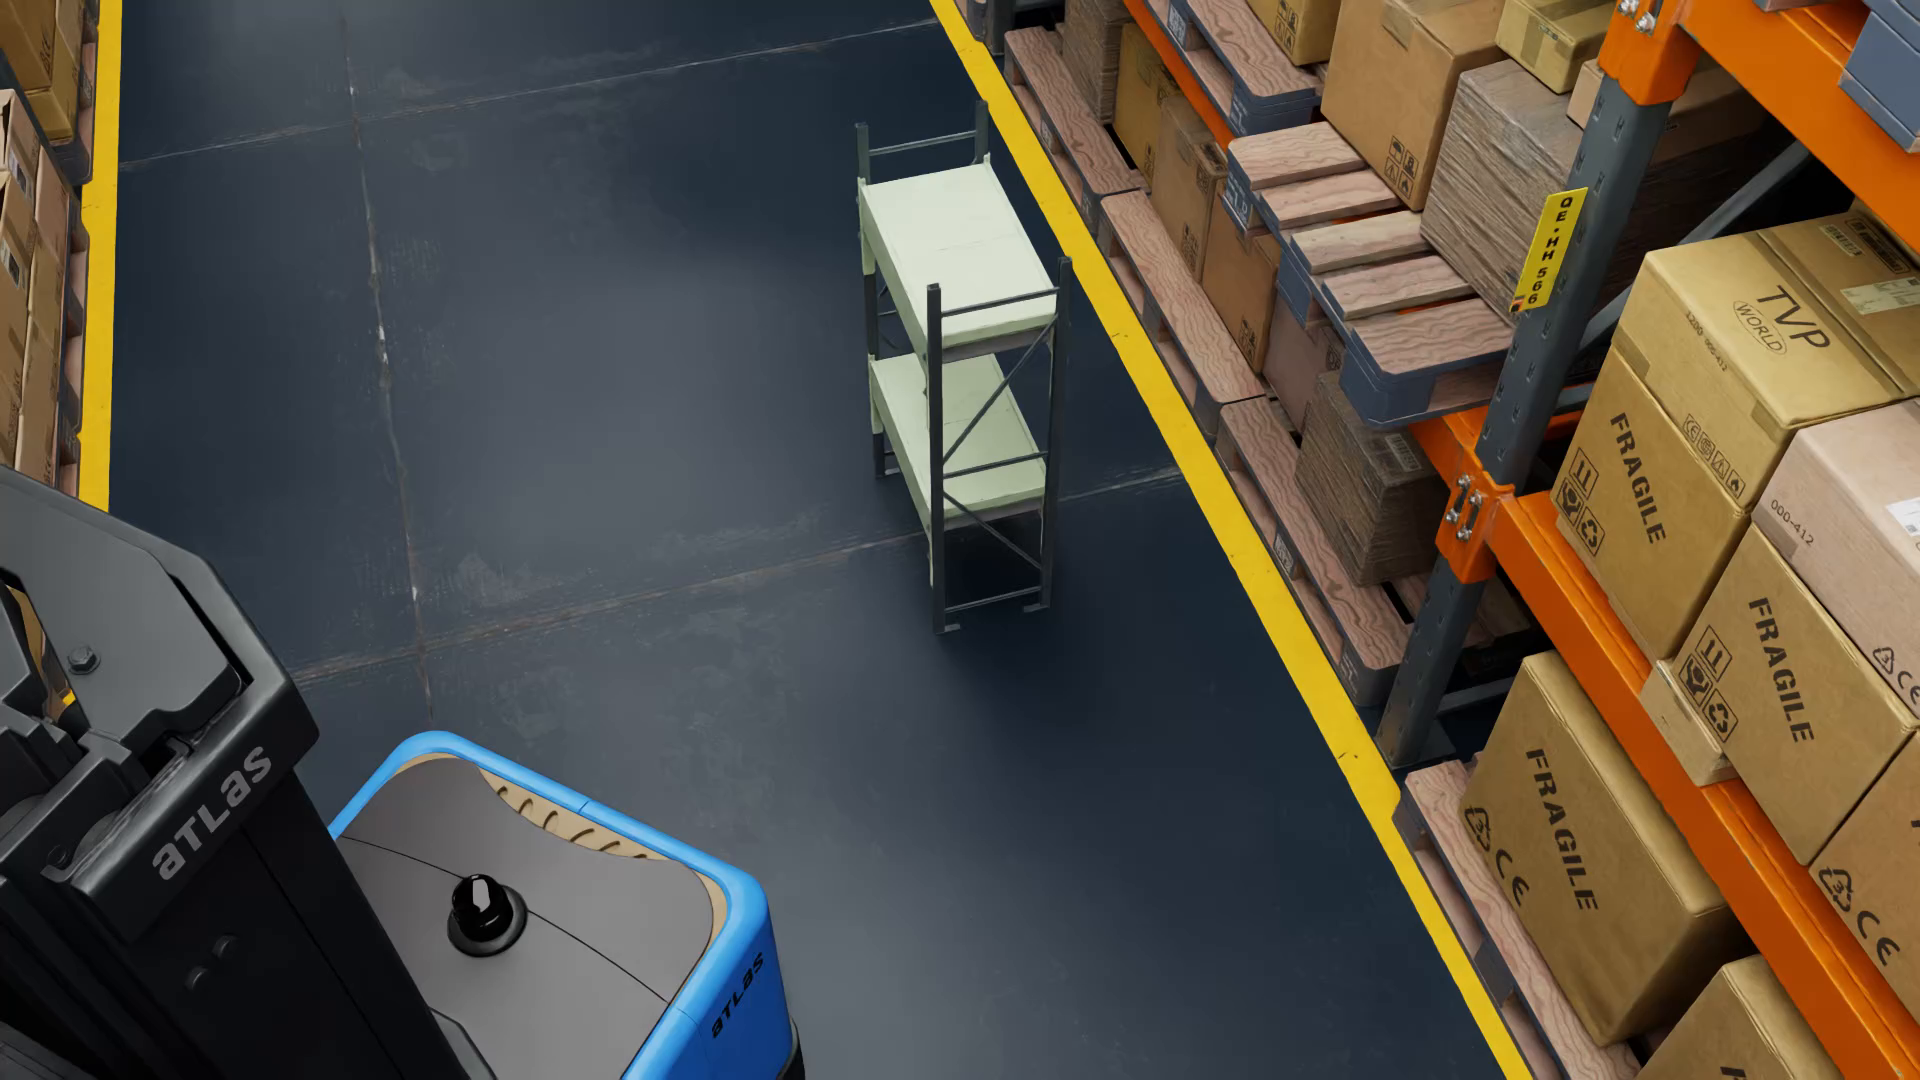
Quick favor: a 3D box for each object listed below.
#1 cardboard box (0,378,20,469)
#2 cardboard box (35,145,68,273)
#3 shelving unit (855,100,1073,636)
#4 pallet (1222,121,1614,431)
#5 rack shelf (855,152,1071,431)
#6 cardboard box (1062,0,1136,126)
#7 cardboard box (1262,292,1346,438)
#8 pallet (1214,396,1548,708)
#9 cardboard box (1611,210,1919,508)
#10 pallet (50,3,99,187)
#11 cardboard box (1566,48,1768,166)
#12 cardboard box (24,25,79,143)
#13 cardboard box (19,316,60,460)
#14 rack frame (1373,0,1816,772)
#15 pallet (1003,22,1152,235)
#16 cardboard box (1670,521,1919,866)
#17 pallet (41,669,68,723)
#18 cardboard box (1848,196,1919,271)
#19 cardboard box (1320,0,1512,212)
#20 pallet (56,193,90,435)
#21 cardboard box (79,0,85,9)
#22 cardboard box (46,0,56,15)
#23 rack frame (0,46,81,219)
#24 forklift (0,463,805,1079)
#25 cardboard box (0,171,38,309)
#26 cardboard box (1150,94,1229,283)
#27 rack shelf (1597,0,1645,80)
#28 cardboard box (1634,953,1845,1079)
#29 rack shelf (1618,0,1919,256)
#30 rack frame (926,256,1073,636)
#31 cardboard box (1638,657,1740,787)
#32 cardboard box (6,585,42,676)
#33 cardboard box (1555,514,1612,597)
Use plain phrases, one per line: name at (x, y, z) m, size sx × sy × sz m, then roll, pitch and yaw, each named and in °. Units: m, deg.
cardboard box at (-3.276, -0.294, 5.193) m, size 0.500 × 0.311 × 0.500 m, roll -14°, pitch 51°, yaw -11°
cardboard box at (-3.721, -1.218, 6.339) m, size 0.500 × 0.250 × 0.500 m, roll -14°, pitch 51°, yaw -11°
shelving unit at (-0.002, -0.488, 5.181) m, size 0.431 × 1.500 × 0.755 m, roll -13°, pitch 51°, yaw -11°
pallet at (1.481, -0.842, 4.623) m, size 1.213 × 0.211 × 1.003 m, roll -13°, pitch 51°, yaw -11°
rack shelf at (-0.002, -0.740, 4.882) m, size 0.431 × 0.370 × 0.720 m, roll -13°, pitch 51°, yaw -11°
cardboard box at (0.844, -2.131, 6.932) m, size 0.700 × 0.500 × 0.500 m, roll -12°, pitch 51°, yaw -10°
cardboard box at (1.490, -0.660, 5.692) m, size 0.700 × 0.500 × 0.500 m, roll -13°, pitch 51°, yaw -11°
pallet at (1.564, -0.080, 5.679) m, size 1.003 × 0.211 × 1.213 m, roll -13°, pitch 51°, yaw -11°
cardboard box at (1.690, -0.373, 3.339) m, size 0.500 × 0.250 × 0.500 m, roll -12°, pitch 51°, yaw -10°
pallet at (-4.315, -1.898, 7.212) m, size 1.003 × 0.211 × 1.213 m, roll -13°, pitch 51°, yaw -11°
cardboard box at (1.663, -1.036, 3.884) m, size 0.380 × 0.149 × 0.250 m, roll -19°, pitch 53°, yaw -16°
cardboard box at (-3.968, -1.862, 6.882) m, size 0.500 × 0.250 × 0.500 m, roll -13°, pitch 51°, yaw -11°
cardboard box at (-3.421, -0.475, 5.712) m, size 0.500 × 0.250 × 0.500 m, roll -12°, pitch 51°, yaw -10°
rack frame at (1.794, -0.407, 4.132) m, size 1.000 × 3.000 × 0.127 m, roll -13°, pitch 51°, yaw -11°
pallet at (0.842, -1.862, 7.182) m, size 1.003 × 0.211 × 1.213 m, roll -13°, pitch 51°, yaw -11°
cardboard box at (1.839, 0.255, 3.300) m, size 0.500 × 0.500 × 0.500 m, roll -12°, pitch 51°, yaw -10°
pallet at (-3.144, 1.004, 4.766) m, size 1.003 × 0.211 × 1.213 m, roll -13°, pitch 51°, yaw -11°
cardboard box at (2.175, -0.511, 3.455) m, size 0.500 × 0.250 × 0.500 m, roll -12°, pitch 51°, yaw -10°
cardboard box at (1.454, -1.325, 4.552) m, size 0.700 × 0.500 × 0.500 m, roll -18°, pitch 52°, yaw -14°
pallet at (-3.865, -0.778, 6.268) m, size 1.003 × 0.211 × 1.213 m, roll -13°, pitch 51°, yaw -11°
cardboard box at (-4.254, -2.595, 7.500) m, size 0.500 × 0.250 × 0.500 m, roll -13°, pitch 51°, yaw -11°
cardboard box at (-4.114, -2.470, 6.904) m, size 0.500 × 0.500 × 0.500 m, roll -13°, pitch 51°, yaw -11°
rack frame at (-4.120, -2.206, 5.648) m, size 1.000 × 3.000 × 0.127 m, roll -13°, pitch 51°, yaw -11°
forklift at (-1.532, 1.355, 2.691) m, size 1.130 × 2.935 × 3.031 m, roll 21°, pitch 53°, yaw 17°
cardboard box at (-3.567, -1.026, 5.810) m, size 0.500 × 0.311 × 0.500 m, roll -12°, pitch 51°, yaw -10°
cardboard box at (1.157, -1.383, 6.301) m, size 0.700 × 0.500 × 0.500 m, roll -13°, pitch 51°, yaw -11°
rack shelf at (1.202, -2.603, 4.491) m, size 1.077 × 0.370 × 4.000 m, roll -13°, pitch 51°, yaw -11°
cardboard box at (2.139, 1.358, 3.775) m, size 0.750 × 0.750 × 0.750 m, roll -14°, pitch 51°, yaw -11°
rack shelf at (2.385, 0.318, 2.028) m, size 1.077 × 0.370 × 4.000 m, roll -13°, pitch 51°, yaw -11°
rack frame at (0.106, -0.221, 4.955) m, size 0.400 × 1.500 × 0.023 m, roll -13°, pitch 51°, yaw -11°
cardboard box at (1.734, 0.359, 3.637) m, size 0.380 × 0.149 × 0.250 m, roll -12°, pitch 51°, yaw -10°
cardboard box at (-3.121, 0.272, 5.083) m, size 0.500 × 0.250 × 0.500 m, roll -15°, pitch 51°, yaw -12°
cardboard box at (1.670, -0.040, 3.973) m, size 0.380 × 0.149 × 0.250 m, roll -14°, pitch 51°, yaw -12°
